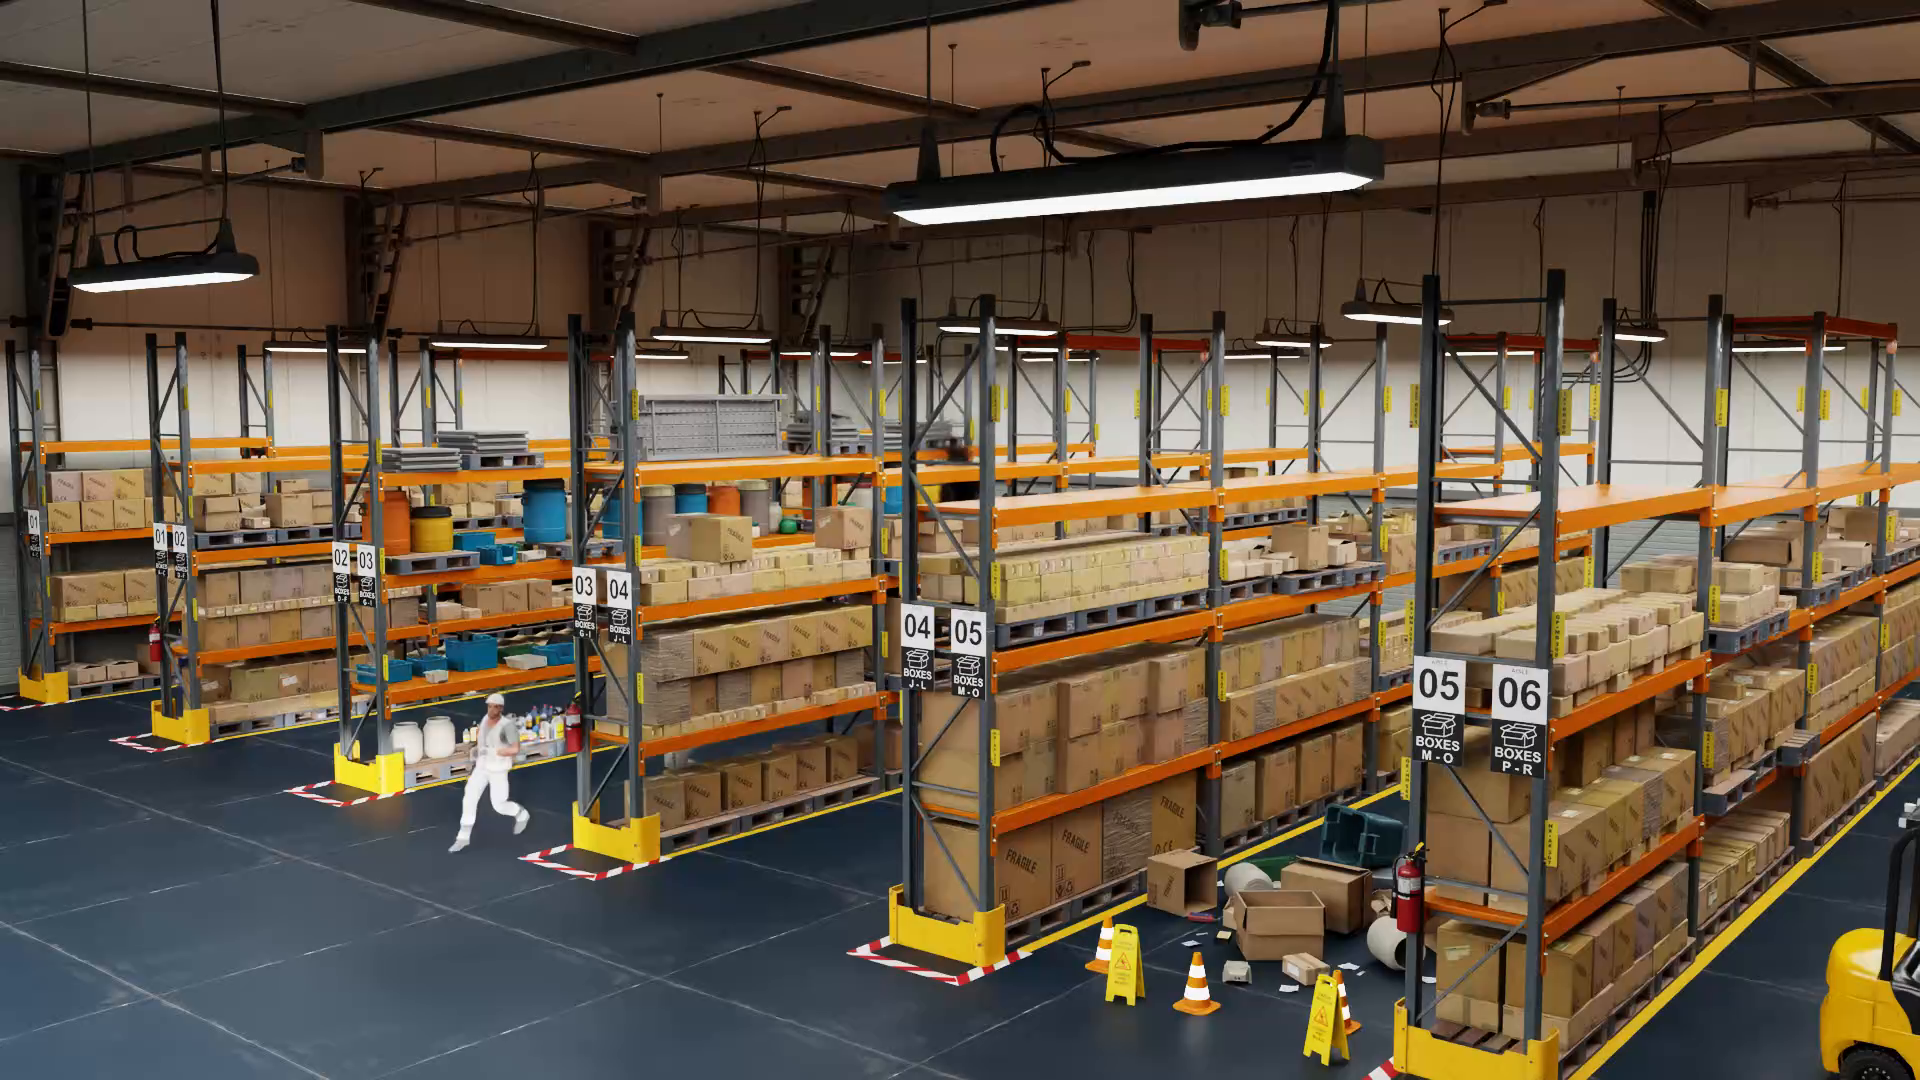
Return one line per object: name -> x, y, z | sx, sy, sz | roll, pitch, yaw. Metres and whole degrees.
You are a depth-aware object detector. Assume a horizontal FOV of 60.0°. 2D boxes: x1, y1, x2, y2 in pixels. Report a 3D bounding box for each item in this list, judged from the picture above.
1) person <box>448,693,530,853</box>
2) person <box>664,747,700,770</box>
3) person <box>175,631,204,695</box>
person -> -5.266, 2.604, 18.835 | 0.685, 1.765, 0.959 | 3, 6, 27
person -> -3.528, 2.450, 21.174 | 0.614, 1.638, 0.598 | 4, 6, 35
person -> -12.170, 2.005, 26.229 | 0.593, 1.664, 0.638 | 3, 6, 31
